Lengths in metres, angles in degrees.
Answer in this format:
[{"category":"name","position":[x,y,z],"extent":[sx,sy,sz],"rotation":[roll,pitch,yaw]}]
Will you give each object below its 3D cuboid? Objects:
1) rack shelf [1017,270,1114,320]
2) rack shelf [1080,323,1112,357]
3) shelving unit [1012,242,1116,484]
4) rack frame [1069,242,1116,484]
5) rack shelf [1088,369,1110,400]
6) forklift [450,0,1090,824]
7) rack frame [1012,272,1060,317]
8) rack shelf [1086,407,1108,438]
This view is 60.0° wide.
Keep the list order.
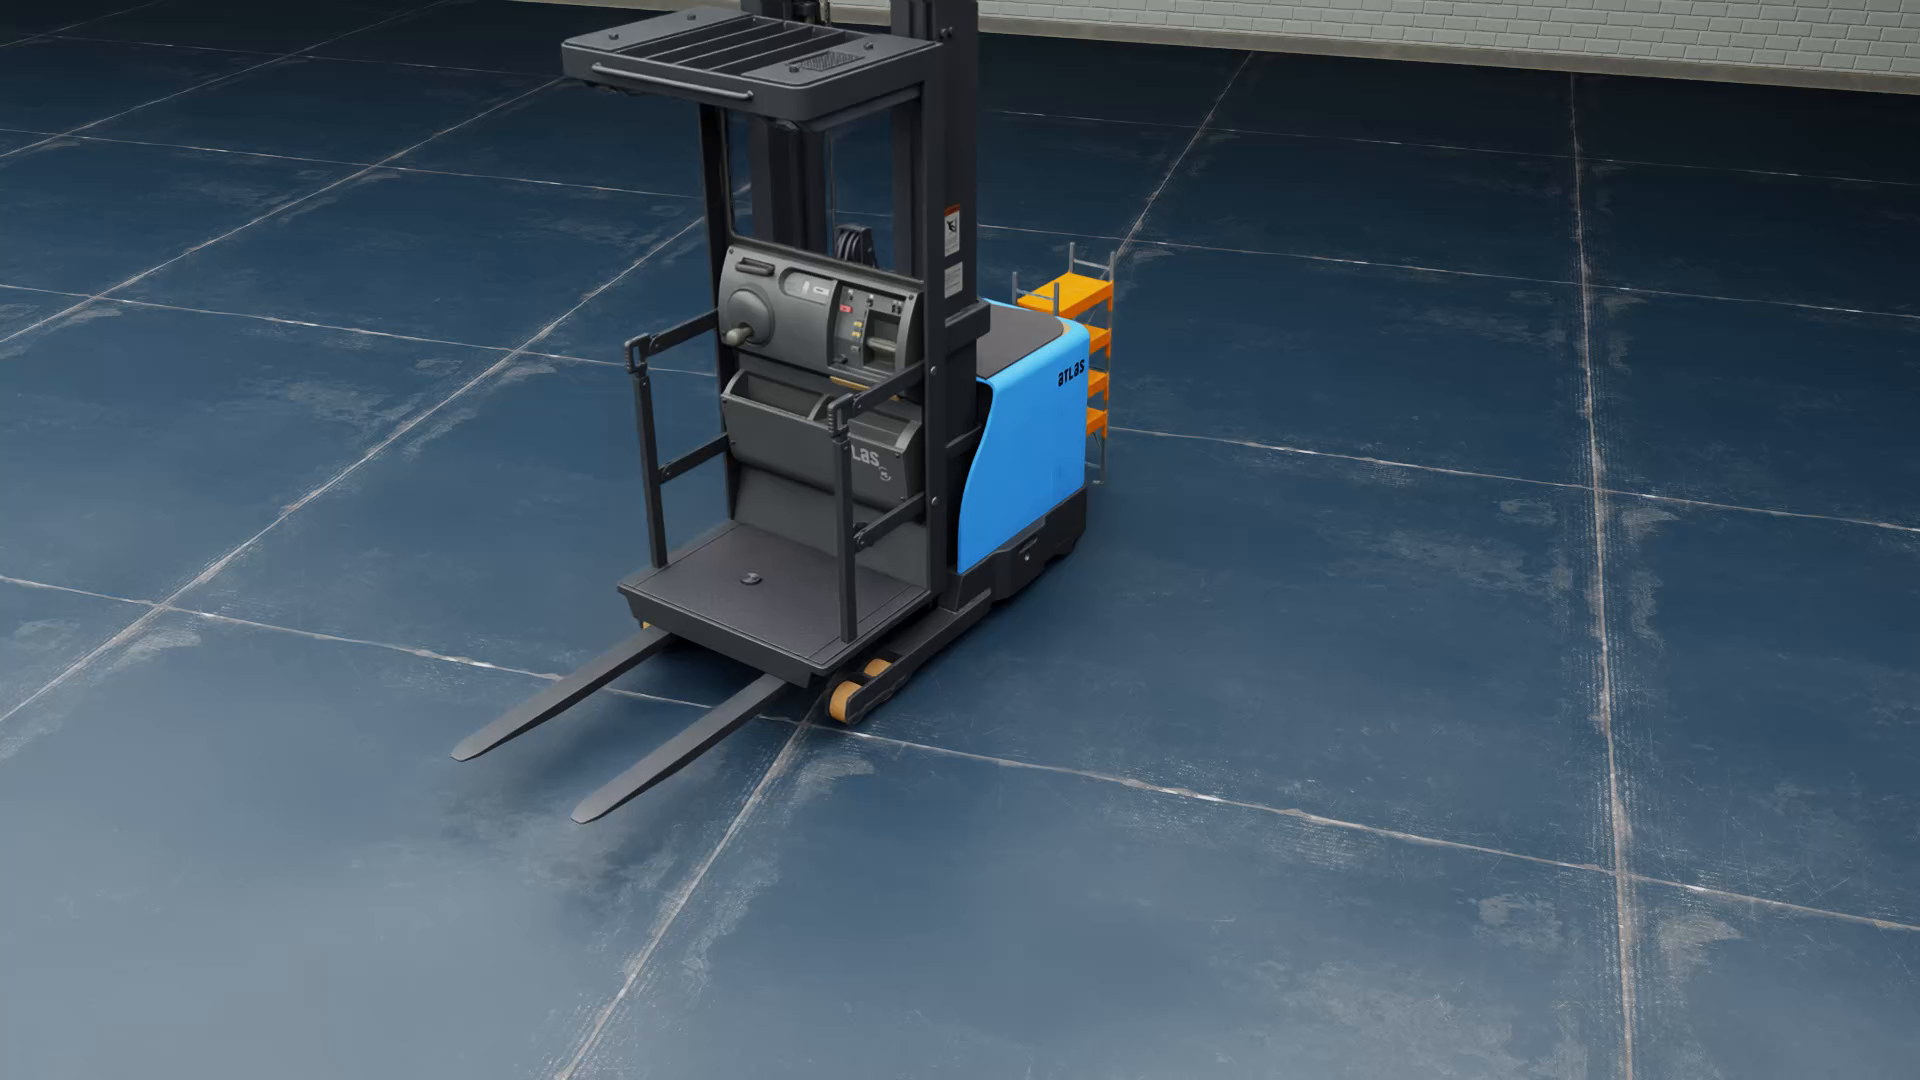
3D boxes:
[{"category":"rack shelf","position":[0.476,-1.081,7.651],"extent":[0.258,0.148,0.480],"rotation":[19,34,30]},{"category":"rack shelf","position":[0.476,-0.874,7.766],"extent":[0.258,0.148,0.480],"rotation":[19,34,30]},{"category":"shelving unit","position":[0.476,-0.738,7.842],"extent":[0.258,1.200,0.503],"rotation":[19,34,30]},{"category":"rack frame","position":[0.616,-0.835,8.017],"extent":[0.240,1.200,0.015],"rotation":[19,34,30]},{"category":"rack shelf","position":[0.476,-0.679,7.875],"extent":[0.258,0.148,0.480],"rotation":[19,34,30]},{"category":"forklift","position":[-0.675,-0.830,6.227],"extent":[1.130,2.935,3.031],"rotation":[19,34,30]},{"category":"rack frame","position":[0.336,-0.641,7.667],"extent":[0.240,1.200,0.015],"rotation":[19,34,30]},{"category":"rack shelf","position":[0.476,-0.505,7.971],"extent":[0.258,0.148,0.480],"rotation":[19,34,30]}]
